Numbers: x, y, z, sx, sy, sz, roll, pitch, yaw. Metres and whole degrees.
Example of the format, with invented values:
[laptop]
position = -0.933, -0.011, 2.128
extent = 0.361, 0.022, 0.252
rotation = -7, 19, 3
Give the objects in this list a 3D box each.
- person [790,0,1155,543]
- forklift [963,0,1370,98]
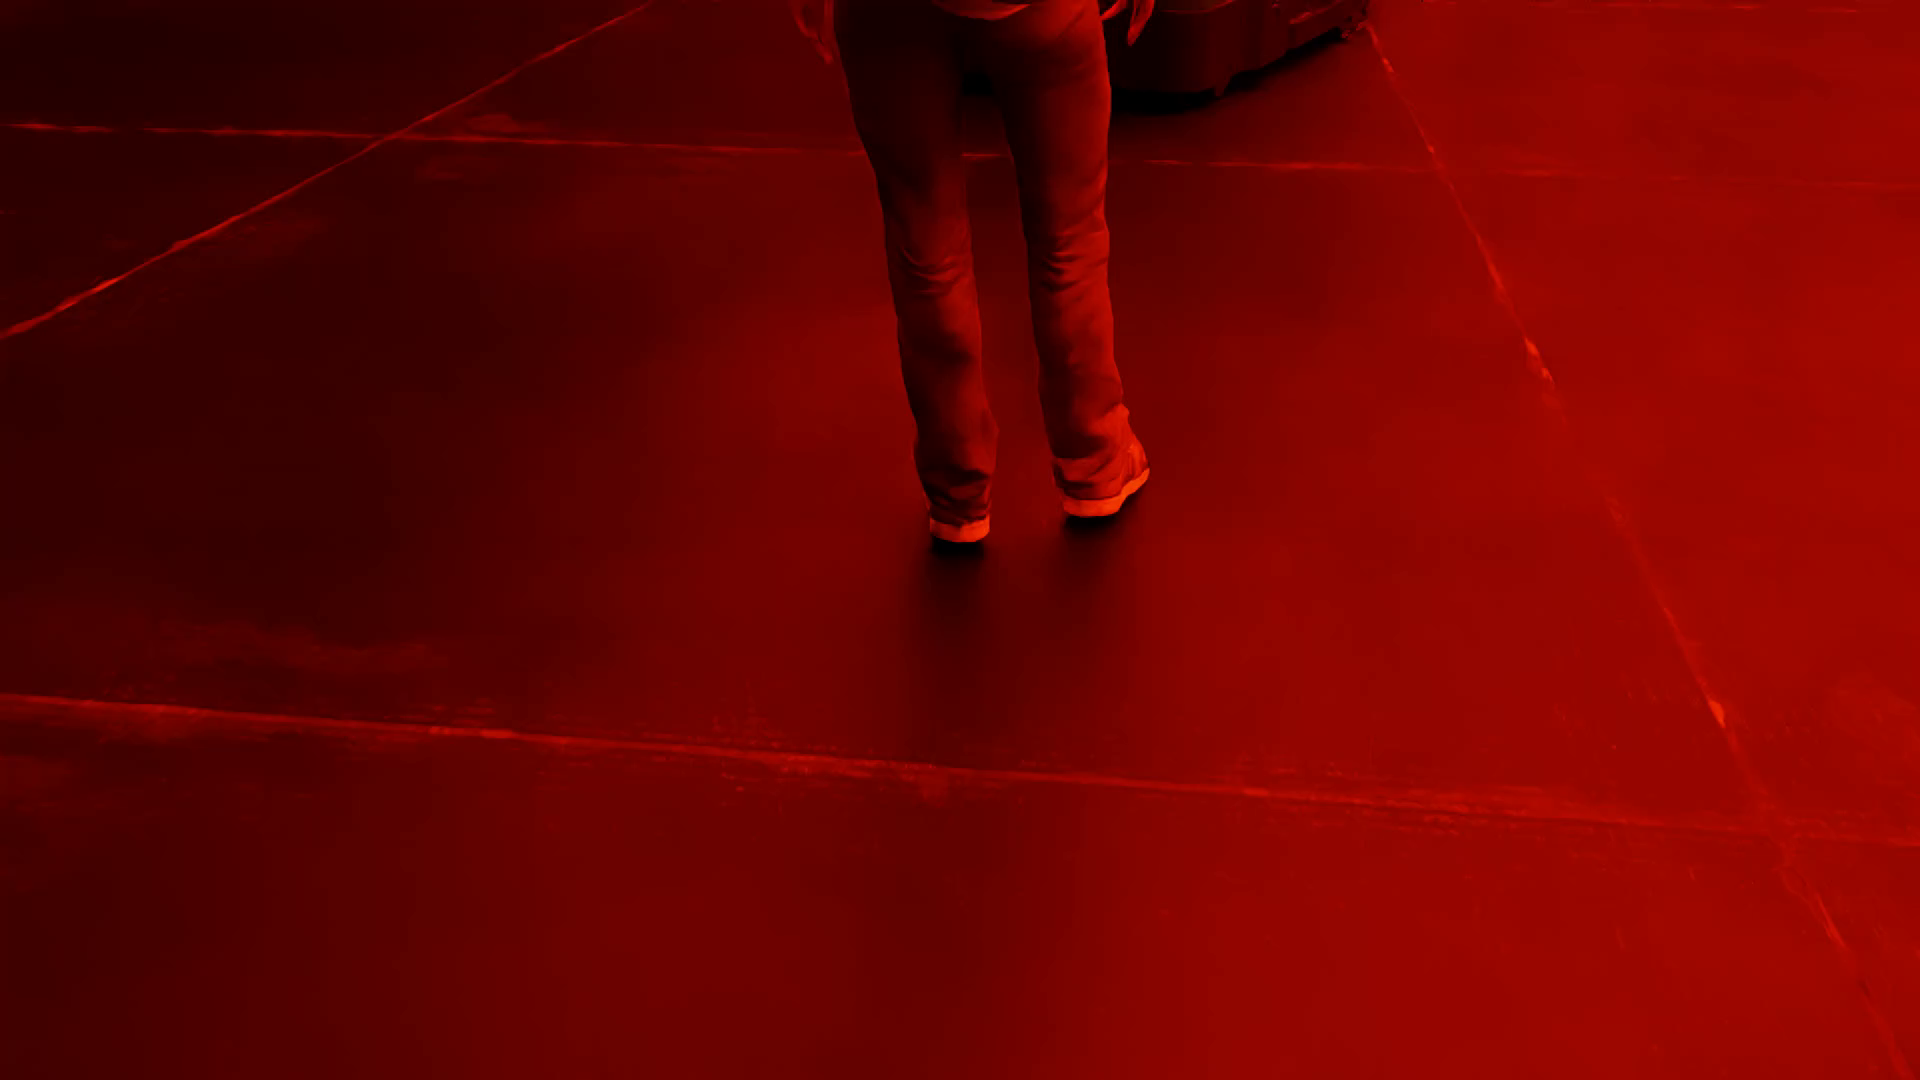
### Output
[person]
position = 0.023, -0.753, 2.204
extent = 0.521, 1.597, 0.474
rotation = 3, 27, 7
[forklift]
position = 0.946, -3.297, 5.826
extent = 1.130, 2.935, 3.031
rotation = 13, 29, 24
